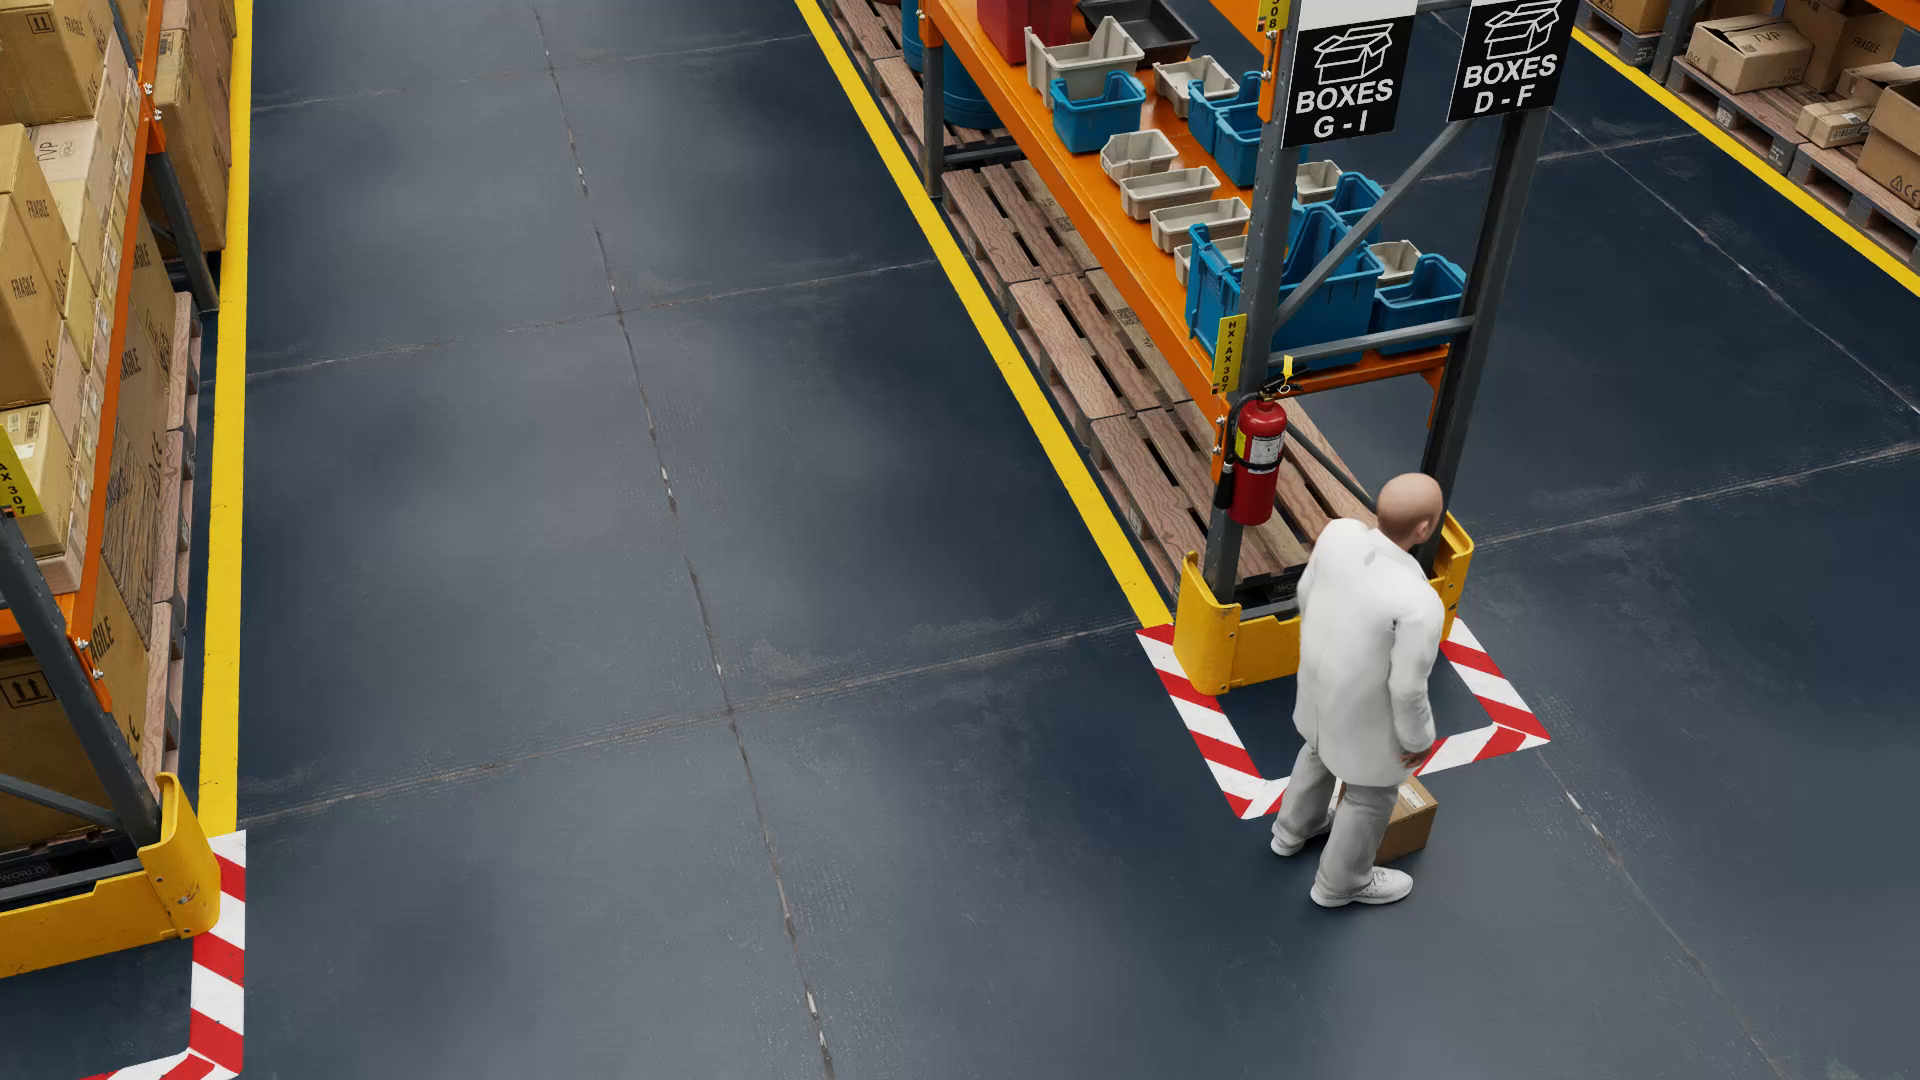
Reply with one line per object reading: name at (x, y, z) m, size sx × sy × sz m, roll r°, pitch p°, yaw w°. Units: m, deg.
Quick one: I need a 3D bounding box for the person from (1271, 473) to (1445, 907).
person at (1.347, 0.505, 5.604) m, size 0.417 × 1.775 × 0.656 m, roll -18°, pitch 45°, yaw -19°
